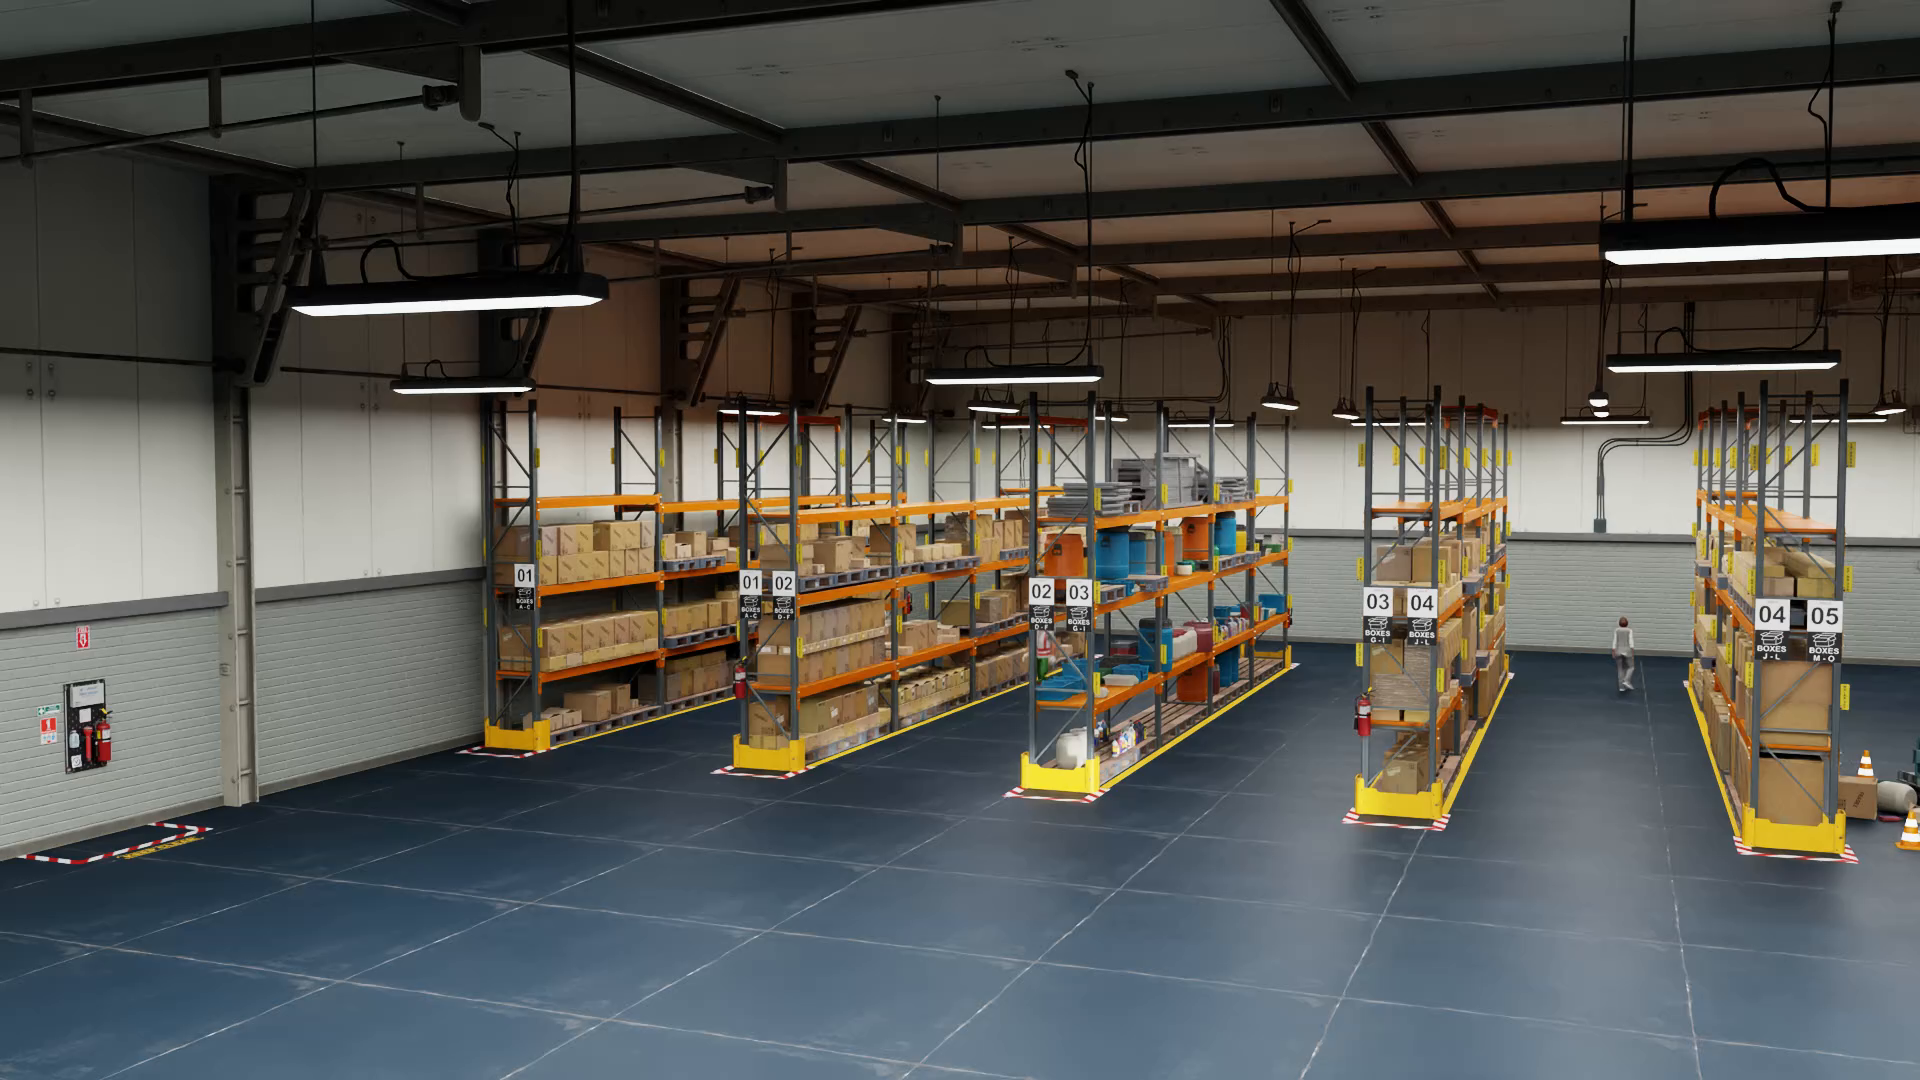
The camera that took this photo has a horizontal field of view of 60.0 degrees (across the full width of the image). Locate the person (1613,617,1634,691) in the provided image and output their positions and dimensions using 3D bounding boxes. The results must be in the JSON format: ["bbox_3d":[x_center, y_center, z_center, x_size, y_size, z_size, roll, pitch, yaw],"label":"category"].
[{"bbox_3d":[14.218,2.451,35.635,0.458,1.595,0.458,2,3,29],"label":"person"}]

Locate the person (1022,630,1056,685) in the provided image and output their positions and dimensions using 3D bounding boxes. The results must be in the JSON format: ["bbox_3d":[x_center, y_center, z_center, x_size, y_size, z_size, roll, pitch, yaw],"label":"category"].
[{"bbox_3d":[1.629,2.418,34.374,0.589,1.726,1.067,1,3,25],"label":"person"}]
